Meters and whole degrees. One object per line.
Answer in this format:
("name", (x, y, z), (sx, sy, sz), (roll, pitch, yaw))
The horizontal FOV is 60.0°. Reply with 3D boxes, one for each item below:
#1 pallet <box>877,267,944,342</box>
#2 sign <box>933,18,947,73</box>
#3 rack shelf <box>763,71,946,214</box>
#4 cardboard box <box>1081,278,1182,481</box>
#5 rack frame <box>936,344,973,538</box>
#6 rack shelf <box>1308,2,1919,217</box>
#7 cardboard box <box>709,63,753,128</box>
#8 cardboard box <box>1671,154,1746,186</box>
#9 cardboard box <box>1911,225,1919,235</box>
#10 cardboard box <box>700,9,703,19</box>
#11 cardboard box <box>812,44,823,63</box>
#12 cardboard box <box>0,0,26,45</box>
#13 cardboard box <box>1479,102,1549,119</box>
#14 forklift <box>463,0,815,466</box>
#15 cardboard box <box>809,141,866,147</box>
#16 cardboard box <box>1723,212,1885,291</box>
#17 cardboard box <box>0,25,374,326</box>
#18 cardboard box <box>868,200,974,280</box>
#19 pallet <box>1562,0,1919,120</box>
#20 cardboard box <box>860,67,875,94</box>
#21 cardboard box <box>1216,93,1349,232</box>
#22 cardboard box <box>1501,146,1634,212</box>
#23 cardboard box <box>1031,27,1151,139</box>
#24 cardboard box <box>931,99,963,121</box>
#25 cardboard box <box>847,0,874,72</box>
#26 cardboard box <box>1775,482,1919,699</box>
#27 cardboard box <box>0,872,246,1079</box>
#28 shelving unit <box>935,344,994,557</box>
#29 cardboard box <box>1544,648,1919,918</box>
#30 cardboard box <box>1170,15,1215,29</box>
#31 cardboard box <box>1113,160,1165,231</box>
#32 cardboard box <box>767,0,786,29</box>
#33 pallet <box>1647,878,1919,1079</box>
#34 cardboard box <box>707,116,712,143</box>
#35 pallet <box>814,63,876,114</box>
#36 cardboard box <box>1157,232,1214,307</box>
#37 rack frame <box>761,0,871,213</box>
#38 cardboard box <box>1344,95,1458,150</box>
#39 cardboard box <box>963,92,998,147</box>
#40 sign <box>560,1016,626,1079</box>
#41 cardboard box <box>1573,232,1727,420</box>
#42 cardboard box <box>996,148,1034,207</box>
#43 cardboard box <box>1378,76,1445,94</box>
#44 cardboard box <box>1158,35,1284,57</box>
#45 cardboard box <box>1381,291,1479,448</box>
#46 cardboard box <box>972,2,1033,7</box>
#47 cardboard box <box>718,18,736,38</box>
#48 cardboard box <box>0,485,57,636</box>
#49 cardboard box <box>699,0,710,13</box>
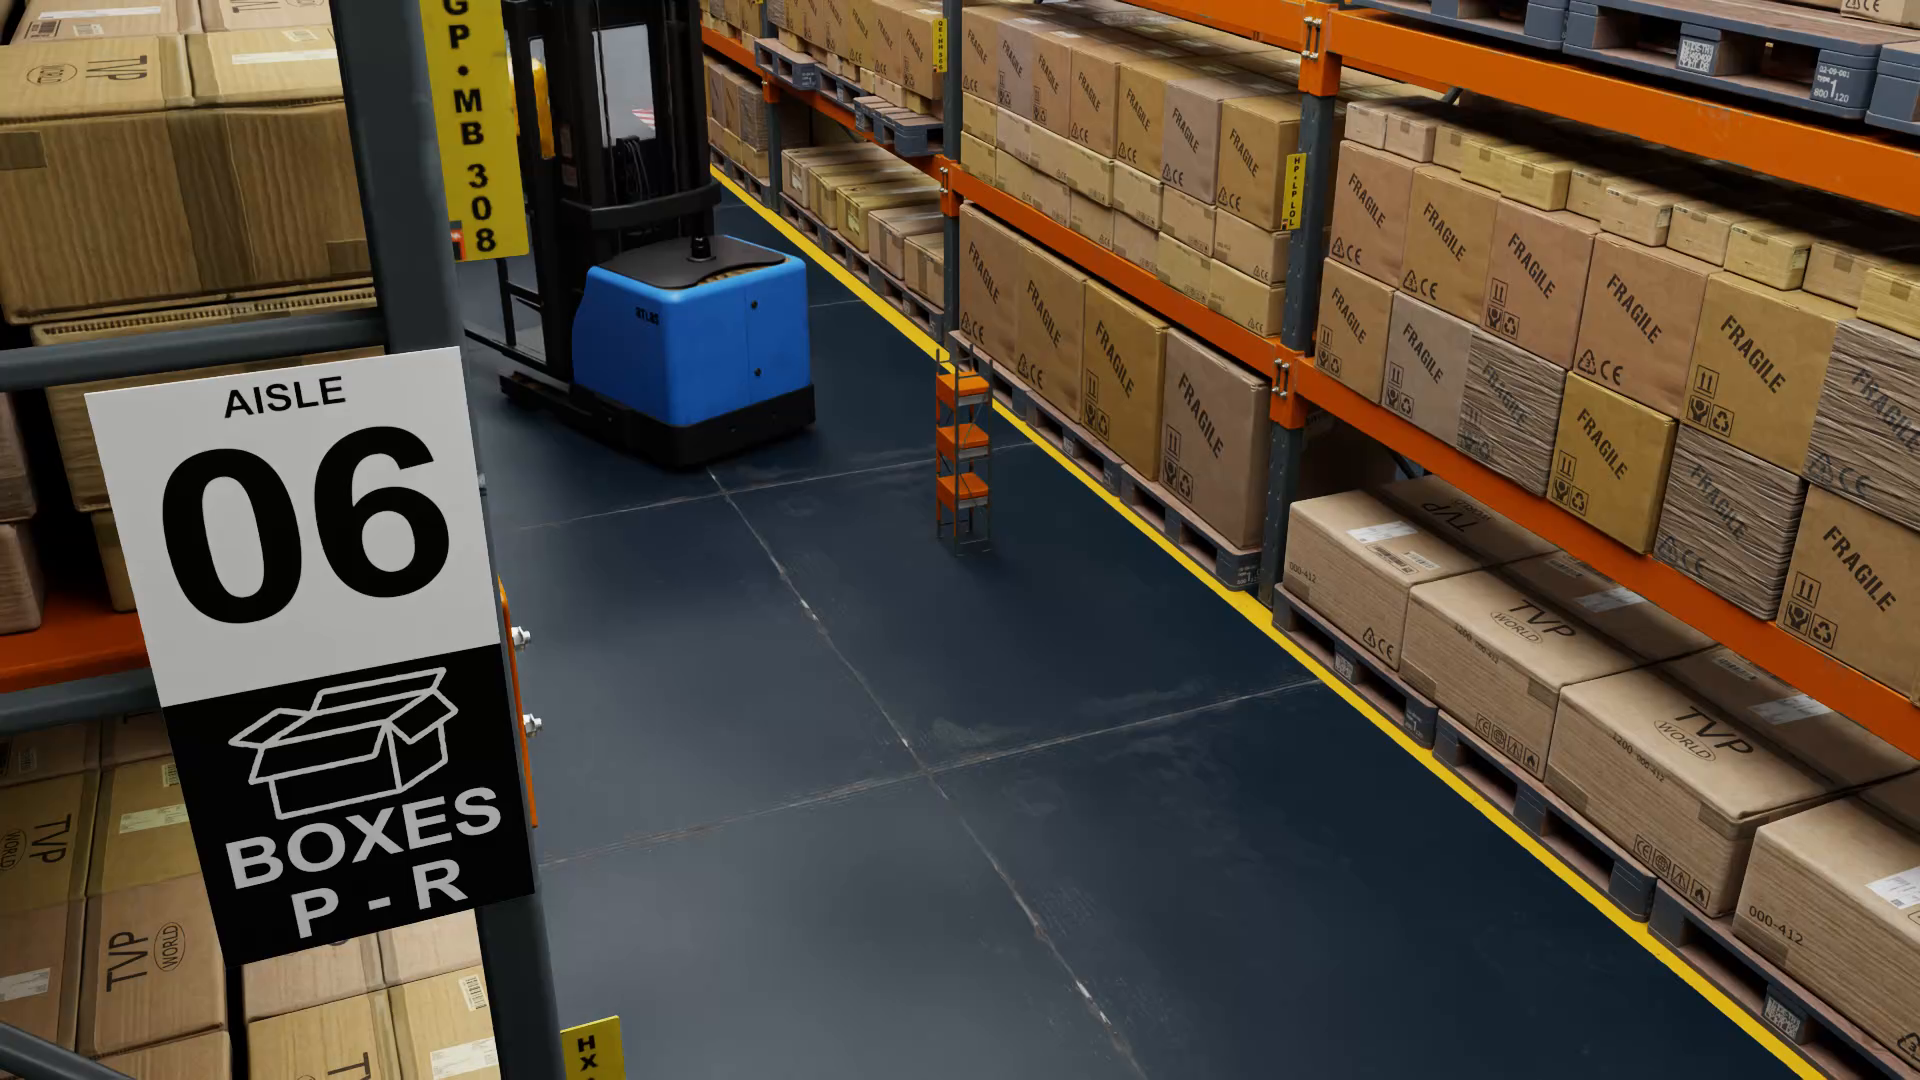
("pallet", (0.068, -1.793, 12.181), (1.003, 0.211, 1.213), (-11, 28, -21))
("sign", (-0.123, -3.118, 10.487), (0.100, 0.325, 0.005), (-11, 28, -21))
("rack shelf", (-0.410, -3.214, 12.734), (1.077, 0.370, 4.000), (-11, 28, -21))
("cardboard box", (1.262, -0.949, 9.218), (0.875, 0.875, 0.875), (-10, 28, -19))
("rack frame", (-0.027, -0.499, 8.576), (0.200, 1.050, 0.008), (-11, 28, -21))
("rack shelf", (2.723, -1.332, 5.461), (1.077, 0.370, 4.000), (-11, 28, -21))
("cardboard box", (-2.074, -4.238, 15.813), (0.500, 0.500, 0.500), (-9, 27, -18))
("cardboard box", (2.795, -1.304, 6.010), (0.380, 0.149, 0.250), (-11, 28, -22))
("cardboard box", (3.186, -0.895, 5.172), (0.380, 0.149, 0.250), (-10, 28, -20))
("cardboard box", (-2.328, -5.148, 16.161), (0.380, 0.149, 0.250), (-10, 28, -19))
("cardboard box", (-0.935, -3.828, 12.980), (0.380, 0.149, 0.250), (-10, 28, -20))
("cardboard box", (-1.905, -0.833, 2.880), (0.500, 0.250, 0.500), (-10, 28, -20))
("cardboard box", (2.356, -1.706, 6.833), (0.380, 0.149, 0.250), (-10, 28, -19))
("forklift", (-2.274, -2.286, 10.091), (3.031, 2.935, 1.130), (24, 35, 39))
("cardboard box", (-1.176, -3.582, 15.324), (0.500, 0.250, 0.500), (-12, 28, -23))
("cardboard box", (2.631, -0.902, 5.186), (0.380, 0.149, 0.250), (-10, 28, -19))
("cardboard box", (-1.003, -0.507, 2.213), (0.500, 0.250, 0.500), (-11, 28, -21))
("cardboard box", (-0.135, -2.264, 12.485), (0.950, 0.372, 0.625), (-11, 28, -22))
("pallet", (2.724, -1.599, 5.289), (1.003, 0.211, 1.213), (-11, 28, -21))
("cardboard box", (-0.495, -3.299, 11.896), (0.380, 0.149, 0.250), (-10, 28, -20))
("cardboard box", (1.533, -1.747, 7.655), (0.500, 0.500, 0.500), (-10, 28, -19))
("cardboard box", (2.197, -1.309, 6.019), (0.380, 0.149, 0.250), (-11, 28, -22))
("cardboard box", (0.733, -2.573, 9.347), (0.500, 0.500, 0.500), (-10, 28, -19))
("cardboard box", (0.028, -2.898, 11.074), (0.380, 0.149, 0.250), (-10, 28, -19))
("cardboard box", (-0.472, -3.643, 11.862), (0.500, 0.500, 0.500), (-13, 29, -24))
("cardboard box", (2.891, 0.100, 5.012), (0.500, 0.500, 0.500), (-11, 28, -22))
("cardboard box", (-1.685, 0.939, 3.239), (0.500, 0.250, 0.500), (-10, 28, -20))
("shelving unit", (0.021, -0.450, 8.475), (0.215, 1.050, 0.252), (-11, 28, -21))
("cardboard box", (2.789, 0.845, 6.042), (0.875, 0.438, 0.875), (-10, 28, -19))
("cardboard box", (2.783, -5.099, 17.718), (0.875, 0.875, 0.875), (-10, 28, -20))
("cardboard box", (1.132, -1.817, 8.654), (0.500, 0.250, 0.500), (-10, 28, -19))
("cardboard box", (-1.274, -4.473, 13.562), (0.500, 0.500, 0.500), (-10, 28, -19))
("pallet", (3.121, 1.443, 5.553), (1.003, 0.211, 1.213), (-11, 28, -21))
("cardboard box", (-2.280, -4.114, 16.413), (0.500, 0.250, 0.500), (-9, 27, -17))
("pallet", (-0.440, -3.436, 12.587), (1.003, 0.211, 1.213), (-11, 28, -21))
("cardboard box", (1.333, -1.391, 8.352), (0.500, 0.250, 0.500), (-11, 28, -21))
("rack frame", (-1.193, -4.345, 14.230), (1.000, 3.000, 0.127), (-11, 28, -21))
("cardboard box", (1.824, -1.729, 6.879), (0.380, 0.149, 0.250), (-11, 28, -21))
("cardboard box", (0.344, -2.640, 10.340), (0.500, 0.250, 0.500), (-11, 28, -21))
("sign", (-0.561, 0.872, 2.559), (0.100, 0.325, 0.005), (-11, 28, -21))
("cardboard box", (2.481, -0.758, 5.630), (0.500, 0.500, 0.500), (-11, 28, -21))
("cardboard box", (0.550, -2.217, 10.044), (0.500, 0.250, 0.500), (-11, 28, -22))
("cardboard box", (4.022, -3.789, 15.176), (1.050, 0.750, 0.750), (-11, 28, -21))
("cardboard box", (1.405, -2.447, 9.090), (0.500, 0.500, 0.500), (-11, 28, -21))
("cardboard box", (2.076, -0.722, 6.695), (0.500, 0.500, 0.500), (-10, 28, -20))
("cardboard box", (0.410, -3.319, 11.197), (0.500, 0.500, 0.500), (-11, 28, -22))
("cardboard box", (-2.001, -4.719, 15.282), (0.380, 0.149, 0.250), (-11, 28, -21))
("cardboard box", (-1.398, 0.030, 2.138), (0.380, 0.149, 0.250), (-10, 28, -19))
("cardboard box", (-2.217, -5.281, 15.695), (0.500, 0.500, 0.500), (-11, 28, -22))
